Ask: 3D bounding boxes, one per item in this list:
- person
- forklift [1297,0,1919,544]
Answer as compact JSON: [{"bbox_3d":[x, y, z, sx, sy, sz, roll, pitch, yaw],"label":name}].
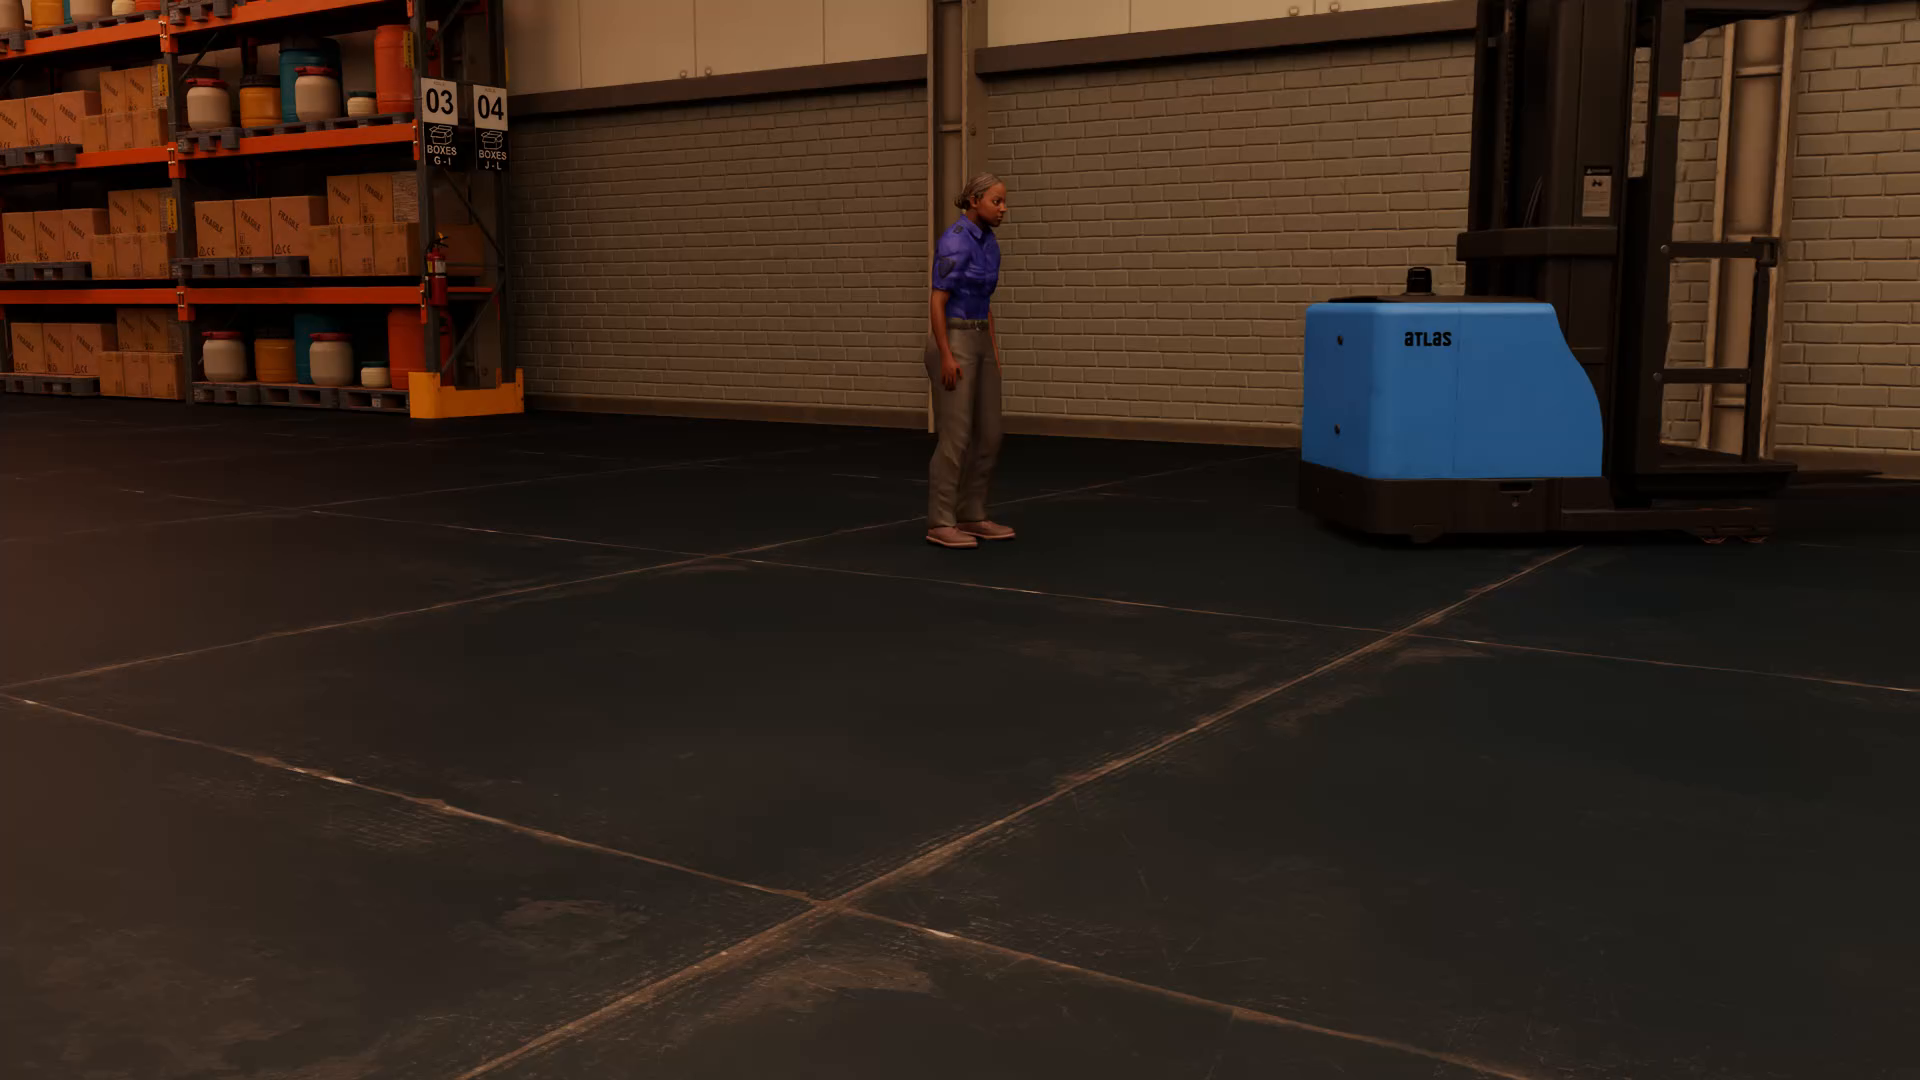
[{"bbox_3d":[0.034,-0.808,7.470,0.349,1.639,0.528,5,9,30],"label":"person"},{"bbox_3d":[3.219,-1.504,7.767,3.031,2.935,1.130,-1,8,-8],"label":"forklift"}]
